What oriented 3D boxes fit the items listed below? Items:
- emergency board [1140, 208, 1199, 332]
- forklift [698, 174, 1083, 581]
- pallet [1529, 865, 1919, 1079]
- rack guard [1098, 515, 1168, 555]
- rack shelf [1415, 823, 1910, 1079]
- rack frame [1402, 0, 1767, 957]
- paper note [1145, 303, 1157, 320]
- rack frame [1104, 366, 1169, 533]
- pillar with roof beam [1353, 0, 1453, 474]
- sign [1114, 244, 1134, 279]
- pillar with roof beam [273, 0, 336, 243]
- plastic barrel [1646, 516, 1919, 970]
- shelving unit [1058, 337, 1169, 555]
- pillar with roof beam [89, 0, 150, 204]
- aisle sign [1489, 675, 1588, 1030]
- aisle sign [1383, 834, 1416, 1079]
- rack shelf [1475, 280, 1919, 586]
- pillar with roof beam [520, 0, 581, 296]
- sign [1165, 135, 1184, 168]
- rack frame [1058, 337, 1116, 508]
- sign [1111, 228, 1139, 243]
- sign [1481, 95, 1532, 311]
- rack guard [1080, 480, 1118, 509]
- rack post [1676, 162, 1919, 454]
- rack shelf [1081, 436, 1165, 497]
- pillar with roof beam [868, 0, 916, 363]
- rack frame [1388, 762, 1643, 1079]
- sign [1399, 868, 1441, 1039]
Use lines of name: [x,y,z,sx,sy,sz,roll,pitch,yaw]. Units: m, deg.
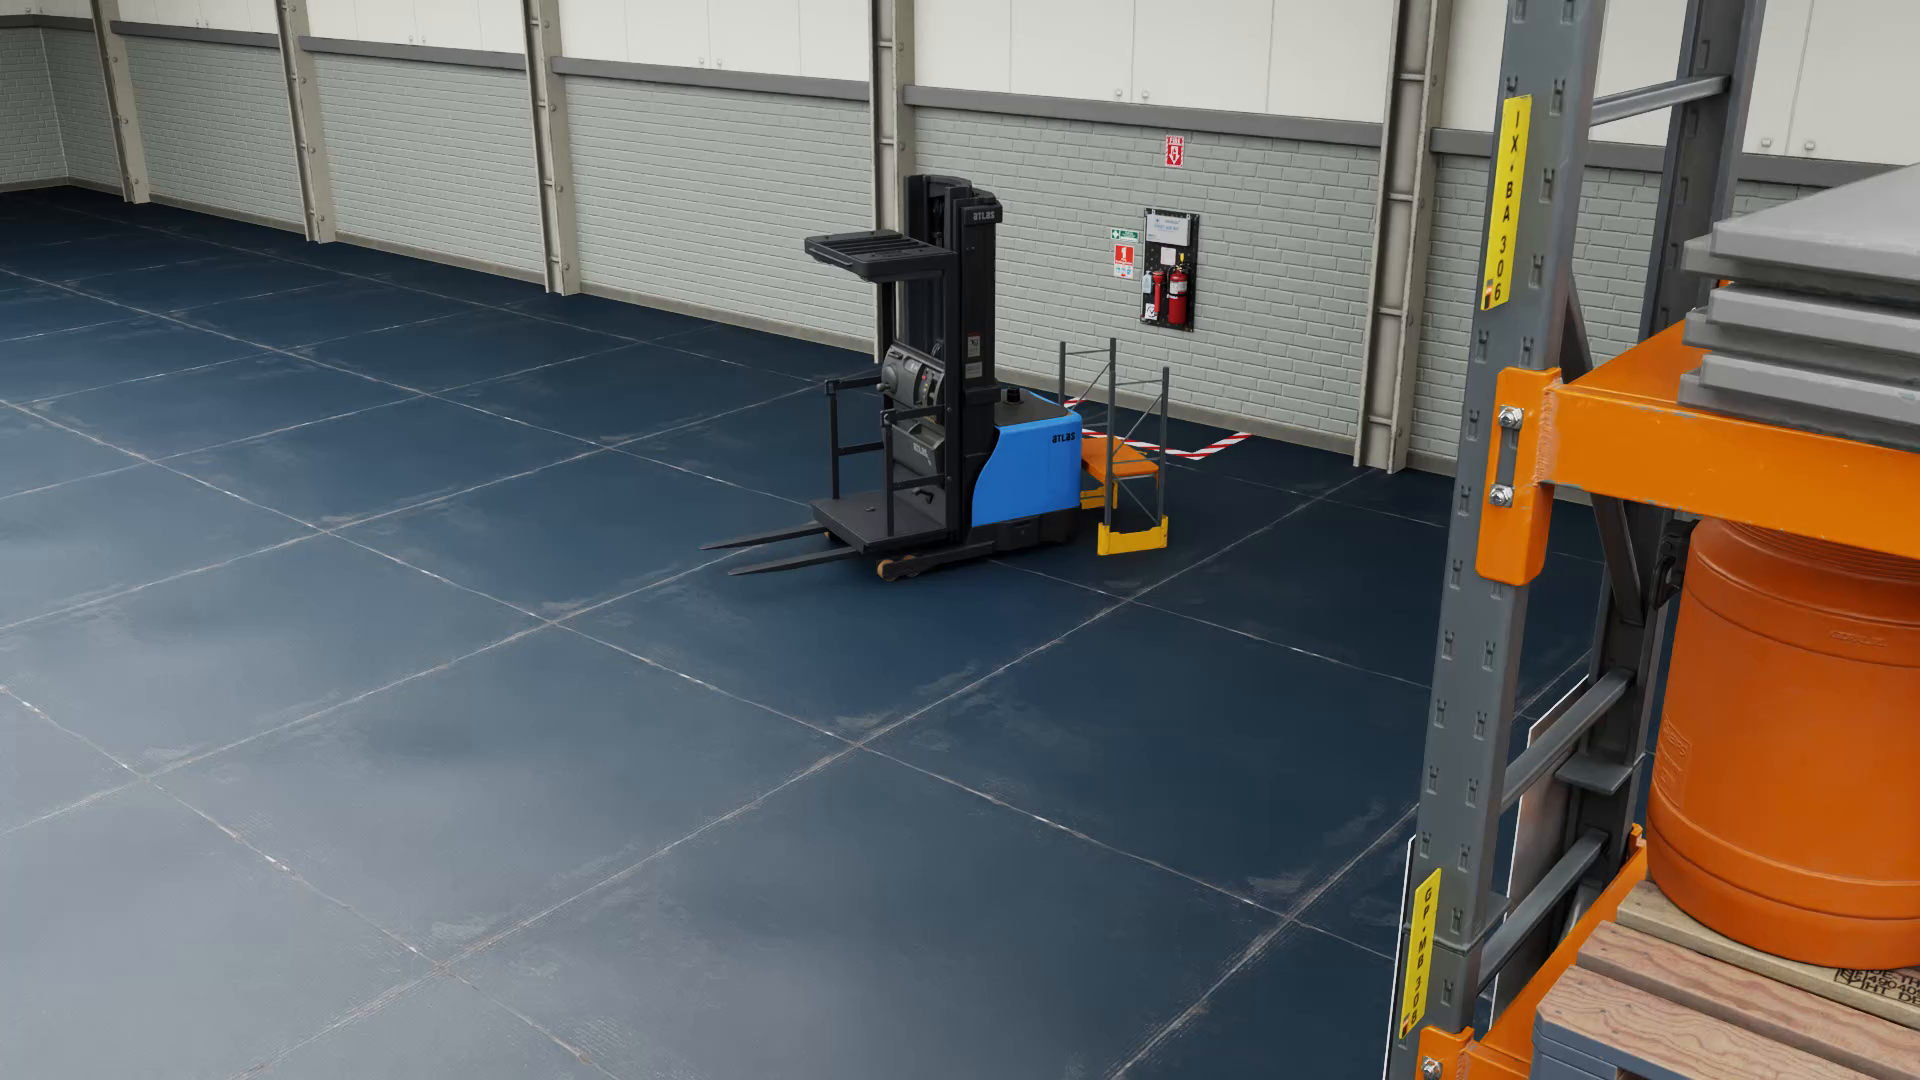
emergency board: [2.024,-2.658,16.464,0.643,1.169,0.194,16,26,36]
forklift: [-0.545,-1.265,12.870,3.031,2.935,1.130,-11,23,-27]
pallet: [1.789,0.927,2.974,1.213,0.211,1.003,16,26,36]
rack guard: [1.396,-0.040,13.420,0.587,0.250,0.087,-7,22,-18]
rack shelf: [2.759,1.411,2.445,4.000,0.370,1.077,16,26,36]
rack frame: [1.210,-0.776,2.972,0.127,3.000,1.000,16,26,36]
paper note: [1.931,-2.304,16.775,0.142,0.148,0.016,16,26,36]
rack frame: [1.396,-0.624,13.199,0.500,1.500,0.032,-7,22,-18]
pillar with roof beam: [1.193,-3.726,10.795,0.400,9.000,9.100,16,26,36]
sign: [1.661,-2.826,16.860,0.234,0.329,0.001,16,26,36]
pillar with roof beam: [-12.752,-7.742,21.445,0.400,9.000,9.100,16,26,36]
plastic barrel: [1.667,0.304,3.156,0.708,0.830,0.600,16,26,36]
shelving unit: [1.234,-0.791,13.640,0.587,1.500,1.083,-7,22,-18]
pillar with roof beam: [-17.401,-9.081,24.994,0.400,9.000,9.100,16,26,36]
aisle sign: [1.342,0.718,3.830,0.004,0.787,0.394,16,26,36]
aisle sign: [0.969,0.879,3.402,0.004,0.787,0.394,16,26,36]
rack shelf: [2.759,0.194,1.986,4.000,0.370,1.077,16,26,36]
pillar with roof beam: [-8.104,-6.403,17.895,0.400,9.000,9.100,16,26,36]
sign: [2.081,-3.771,16.132,0.199,0.298,0.001,16,26,36]
rack frame: [1.066,-0.964,14.098,0.500,1.500,0.032,-7,22,-18]
sign: [1.659,-3.070,16.757,0.331,0.109,0.001,16,26,36]
sign: [0.859,-0.529,2.613,0.005,0.325,0.100,16,26,36]
rack guard: [1.072,-0.373,14.302,0.587,0.250,0.087,-7,22,-18]
rack post: [1.715,-0.338,2.521,0.937,0.300,0.954,-19,28,-41]
rack shelf: [1.231,-0.626,13.712,0.538,0.185,1.000,-7,22,-18]
pillar with roof beam: [-3.456,-5.065,14.345,0.400,9.000,9.100,16,26,36]
rack frame: [1.210,2.031,4.030,0.127,3.000,1.000,16,26,36]
sign: [0.859,0.773,3.103,0.005,0.325,0.100,16,26,36]
